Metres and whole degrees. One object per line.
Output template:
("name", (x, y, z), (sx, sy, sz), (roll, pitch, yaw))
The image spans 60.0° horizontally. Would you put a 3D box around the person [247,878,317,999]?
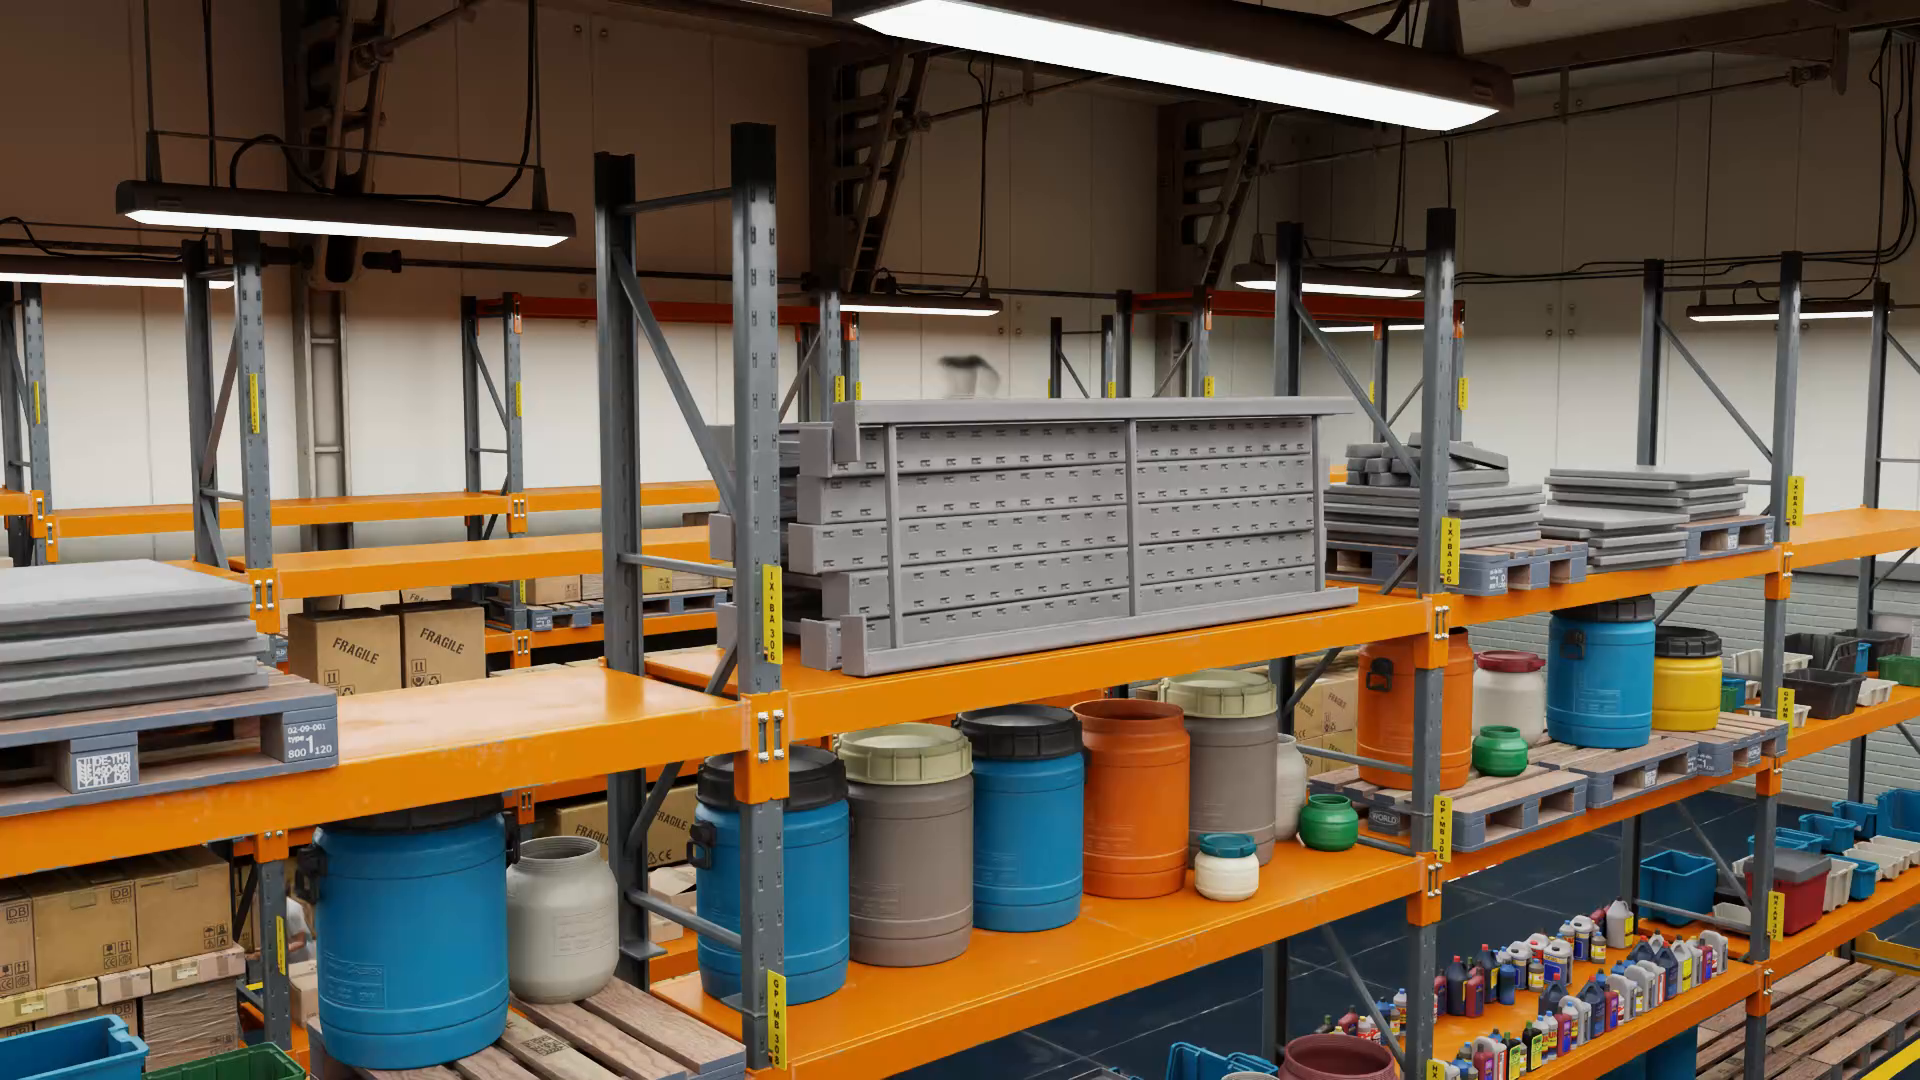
("person", (-5.017, 3.210, 12.438), (0.553, 1.597, 0.683), (4, 7, 34))
